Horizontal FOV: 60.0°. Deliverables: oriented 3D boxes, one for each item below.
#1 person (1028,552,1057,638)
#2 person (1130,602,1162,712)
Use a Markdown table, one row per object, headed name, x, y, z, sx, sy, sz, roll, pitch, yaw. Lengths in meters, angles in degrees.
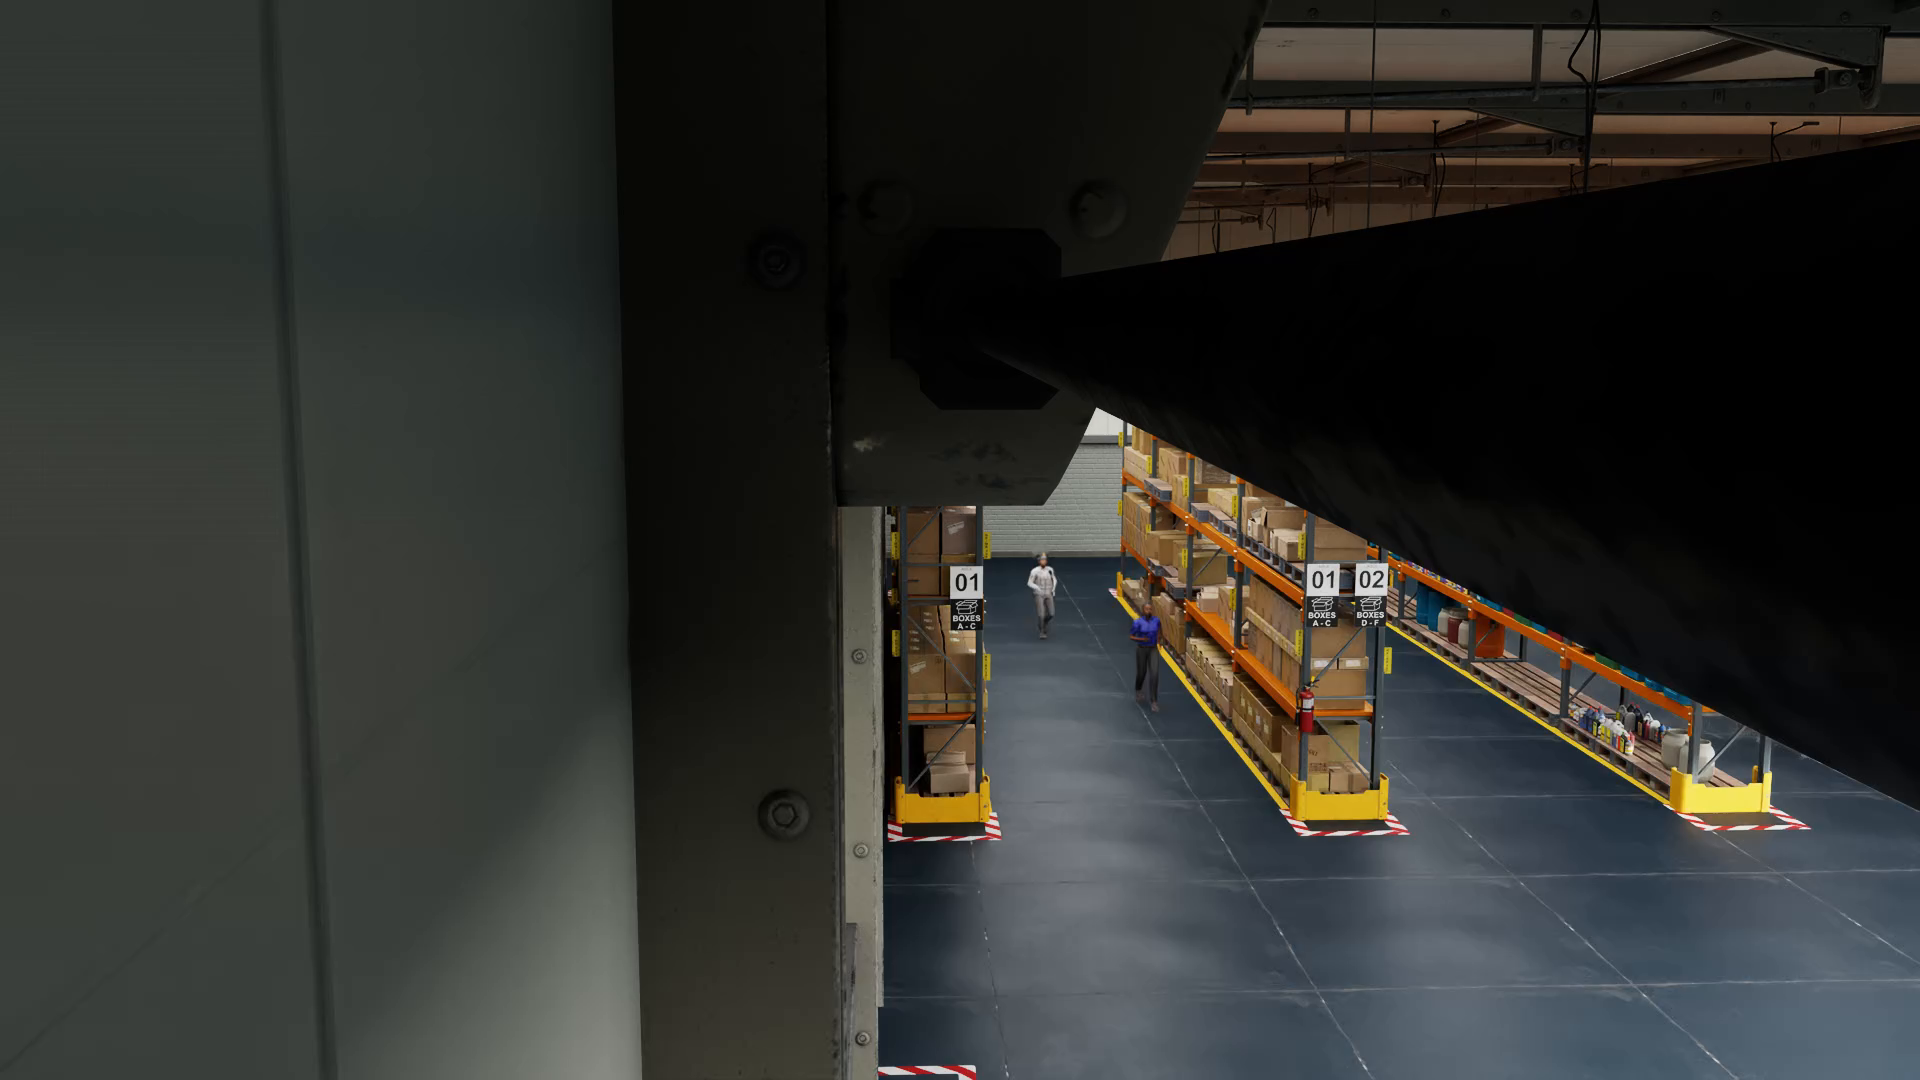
| name | x | y | z | sx | sy | sz | roll | pitch | yaw |
| --- | --- | --- | --- | --- | --- | --- | --- | --- | --- |
| person | 1.606 | 1.054 | 31.764 | 0.607 | 1.651 | 0.558 | -2 | 8 | -14 |
| person | 2.957 | 1.813 | 26.346 | 0.576 | 1.662 | 0.890 | -1 | 8 | -7 |
